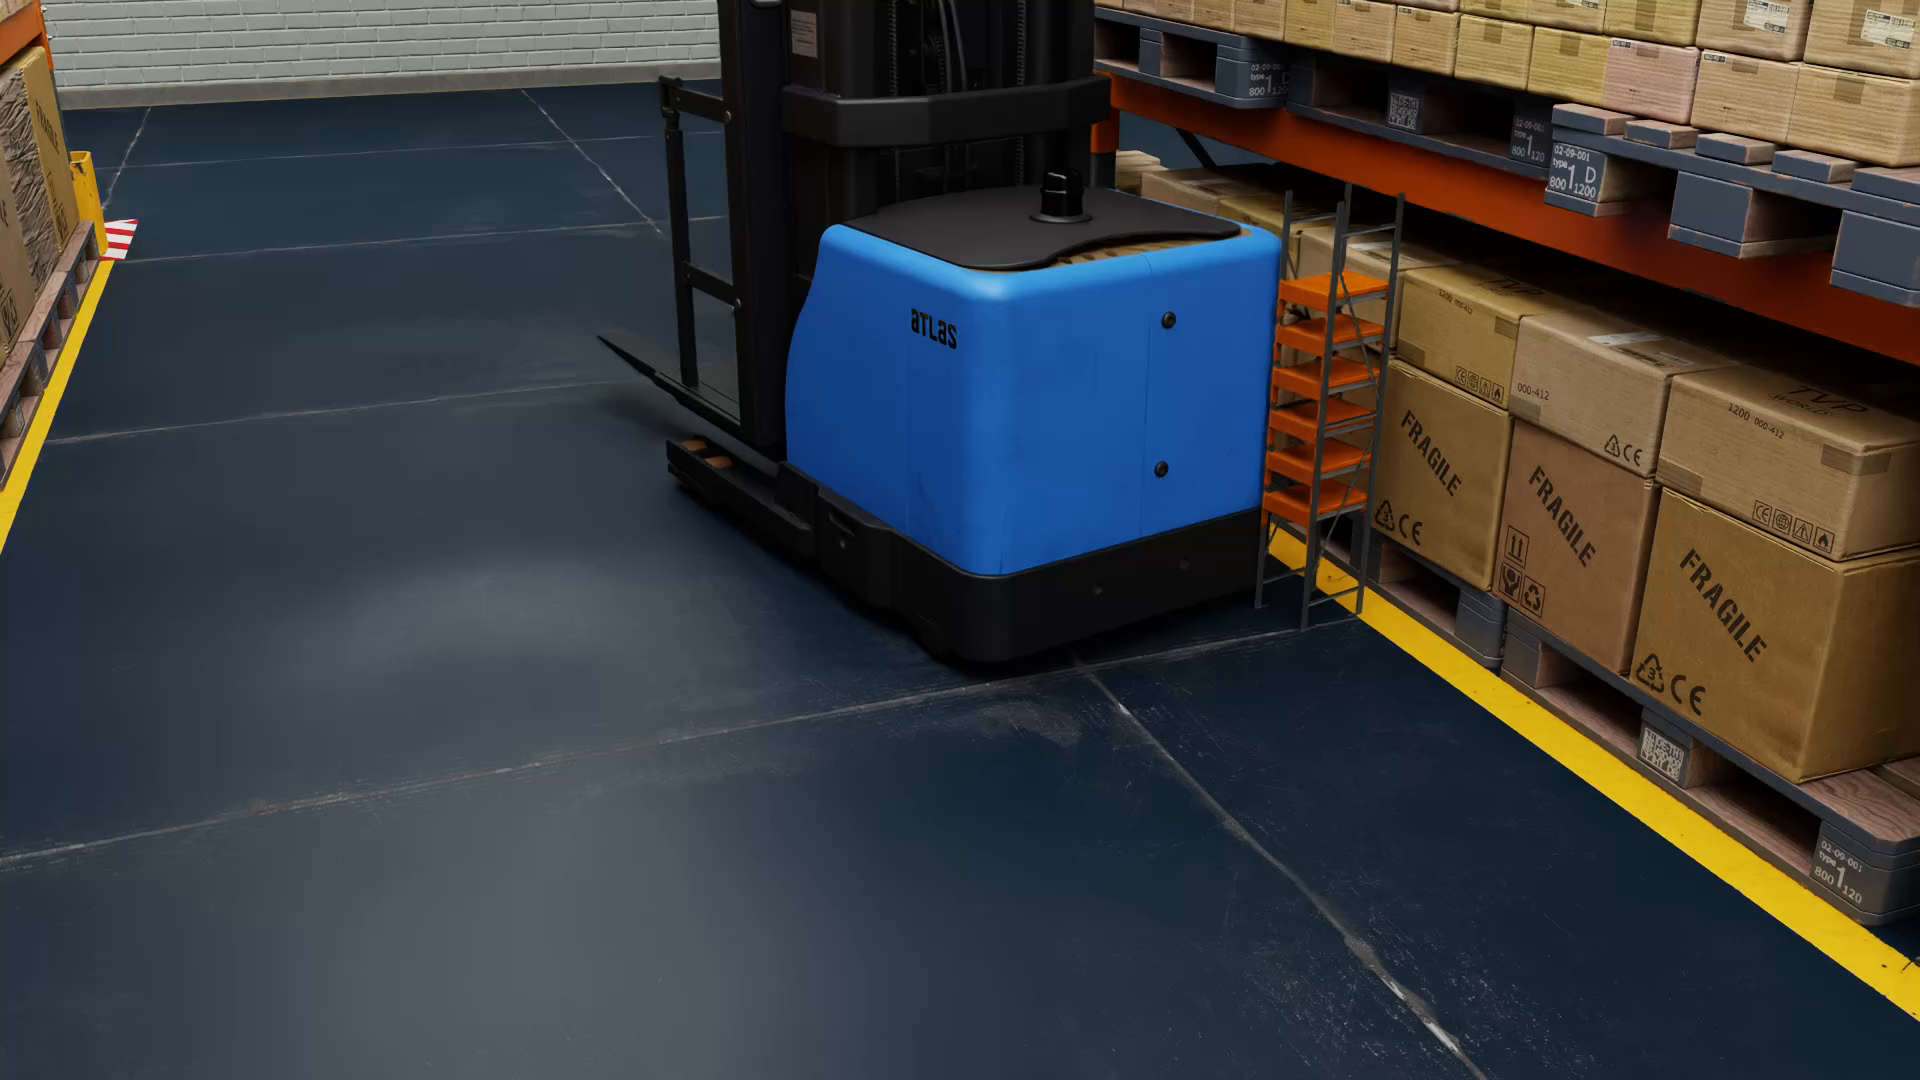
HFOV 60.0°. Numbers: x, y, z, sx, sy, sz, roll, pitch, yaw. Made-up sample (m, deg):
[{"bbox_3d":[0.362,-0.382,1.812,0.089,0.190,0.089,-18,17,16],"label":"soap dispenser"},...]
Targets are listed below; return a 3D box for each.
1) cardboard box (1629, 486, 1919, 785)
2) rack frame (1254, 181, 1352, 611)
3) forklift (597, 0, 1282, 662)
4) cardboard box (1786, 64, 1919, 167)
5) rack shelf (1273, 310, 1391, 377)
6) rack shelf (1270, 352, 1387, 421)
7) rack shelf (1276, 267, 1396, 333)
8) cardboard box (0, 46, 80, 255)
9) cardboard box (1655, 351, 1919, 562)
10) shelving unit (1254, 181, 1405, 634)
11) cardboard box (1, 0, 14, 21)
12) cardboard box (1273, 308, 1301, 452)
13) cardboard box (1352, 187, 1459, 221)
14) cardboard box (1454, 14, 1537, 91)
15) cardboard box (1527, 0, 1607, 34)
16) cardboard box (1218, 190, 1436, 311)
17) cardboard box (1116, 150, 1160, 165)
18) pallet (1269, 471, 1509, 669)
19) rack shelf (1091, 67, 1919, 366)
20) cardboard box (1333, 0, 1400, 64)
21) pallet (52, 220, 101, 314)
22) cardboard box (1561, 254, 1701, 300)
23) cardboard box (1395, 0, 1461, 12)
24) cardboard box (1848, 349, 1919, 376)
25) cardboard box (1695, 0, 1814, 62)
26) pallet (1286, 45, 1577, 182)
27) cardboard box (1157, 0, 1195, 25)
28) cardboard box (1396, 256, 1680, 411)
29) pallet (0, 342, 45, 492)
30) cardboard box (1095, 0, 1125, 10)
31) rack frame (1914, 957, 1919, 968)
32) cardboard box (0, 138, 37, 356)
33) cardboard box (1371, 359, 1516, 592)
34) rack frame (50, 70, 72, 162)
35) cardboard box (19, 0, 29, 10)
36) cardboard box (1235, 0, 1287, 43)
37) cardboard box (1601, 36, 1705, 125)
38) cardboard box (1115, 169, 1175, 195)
[{"bbox_3d":[1.890,0.162,3.682,0.500,0.500,0.500,-8,24,-19],"label":"cardboard box"},{"bbox_3d":[0.945,-0.377,4.601,0.240,1.200,0.006,-15,27,-31],"label":"rack frame"},{"bbox_3d":[-0.341,-1.555,5.164,1.130,2.935,3.031,-14,27,-30],"label":"forklift"},{"bbox_3d":[1.763,-0.787,3.039,0.380,0.149,0.250,-8,24,-18],"label":"cardboard box"},{"bbox_3d":[0.996,-0.528,4.455,0.258,0.103,0.180,-15,27,-31],"label":"rack shelf"},{"bbox_3d":[0.996,-0.418,4.501,0.258,0.103,0.180,-15,27,-31],"label":"rack shelf"},{"bbox_3d":[0.996,-0.639,4.408,0.258,0.103,0.180,-15,27,-31],"label":"rack shelf"},{"bbox_3d":[-4.834,-1.849,7.971,0.875,0.875,0.875,-8,24,-19],"label":"cardboard box"},{"bbox_3d":[1.880,-0.193,3.559,0.500,0.250,0.500,-9,24,-20],"label":"cardboard box"},{"bbox_3d":[0.996,-0.348,4.531,0.258,1.200,0.189,-15,27,-31],"label":"shelving unit"},{"bbox_3d":[-4.432,-2.380,7.357,0.380,0.149,0.250,-8,24,-18],"label":"cardboard box"},{"bbox_3d":[1.155,-0.592,5.469,0.500,0.500,0.500,-7,24,-17],"label":"cardboard box"},{"bbox_3d":[1.623,-1.010,5.495,0.500,0.250,0.500,-7,24,-16],"label":"cardboard box"},{"bbox_3d":[1.404,-1.160,3.923,0.380,0.149,0.250,-9,25,-21],"label":"cardboard box"},{"bbox_3d":[1.487,-1.208,3.655,0.380,0.149,0.250,-8,24,-19],"label":"cardboard box"},{"bbox_3d":[1.158,-0.936,5.321,0.500,0.250,0.500,-8,24,-18],"label":"cardboard box"},{"bbox_3d":[0.722,-1.743,7.888,0.380,0.149,0.250,-8,24,-18],"label":"cardboard box"},{"bbox_3d":[1.665,-0.035,5.062,1.003,0.211,1.213,-8,24,-19],"label":"pallet"},{"bbox_3d":[1.661,-0.989,4.660,1.077,0.370,4.000,-8,24,-19],"label":"rack shelf"},{"bbox_3d":[1.215,-1.353,4.380,0.380,0.149,0.250,-10,25,-21],"label":"cardboard box"},{"bbox_3d":[-4.779,-1.292,8.043,1.003,0.211,1.213,-8,24,-19],"label":"pallet"},{"bbox_3d":[2.008,-0.630,4.595,0.500,0.250,0.500,-8,24,-19],"label":"cardboard box"},{"bbox_3d":[1.309,-1.394,4.094,0.380,0.149,0.250,-8,24,-18],"label":"cardboard box"},{"bbox_3d":[2.350,-0.264,3.728,0.500,0.250,0.500,-9,25,-21],"label":"cardboard box"},{"bbox_3d":[1.671,-1.022,3.213,0.380,0.149,0.250,-7,24,-17],"label":"cardboard box"},{"bbox_3d":[1.630,-1.219,4.526,1.003,0.211,1.213,-8,24,-19],"label":"pallet"},{"bbox_3d":[0.851,-1.727,5.268,0.380,0.149,0.250,-8,24,-19],"label":"cardboard box"},{"bbox_3d":[1.527,-0.562,4.434,0.500,0.250,0.500,-8,24,-18],"label":"cardboard box"},{"bbox_3d":[-3.917,-0.405,5.939,1.003,0.211,1.213,-8,24,-19],"label":"pallet"},{"bbox_3d":[0.663,-1.918,5.722,0.380,0.149,0.250,-10,25,-22],"label":"cardboard box"},{"bbox_3d":[2.367,-0.593,2.796,1.000,3.000,0.127,-8,24,-19],"label":"rack frame"},{"bbox_3d":[-4.198,-1.195,6.419,0.875,0.875,0.875,-8,24,-19],"label":"cardboard box"},{"bbox_3d":[1.508,-0.217,4.582,0.500,0.500,0.500,-9,25,-21],"label":"cardboard box"},{"bbox_3d":[-5.135,-2.856,8.165,1.000,3.000,0.127,-8,24,-19],"label":"rack frame"},{"bbox_3d":[-4.608,-2.562,7.791,0.380,0.149,0.250,-8,24,-18],"label":"cardboard box"},{"bbox_3d":[1.029,-1.543,4.832,0.380,0.149,0.250,-9,25,-21],"label":"cardboard box"},{"bbox_3d":[1.586,-0.971,3.475,0.380,0.149,0.250,-8,24,-18],"label":"cardboard box"},{"bbox_3d":[0.849,-1.548,7.424,0.380,0.149,0.250,-9,24,-20],"label":"cardboard box"}]
